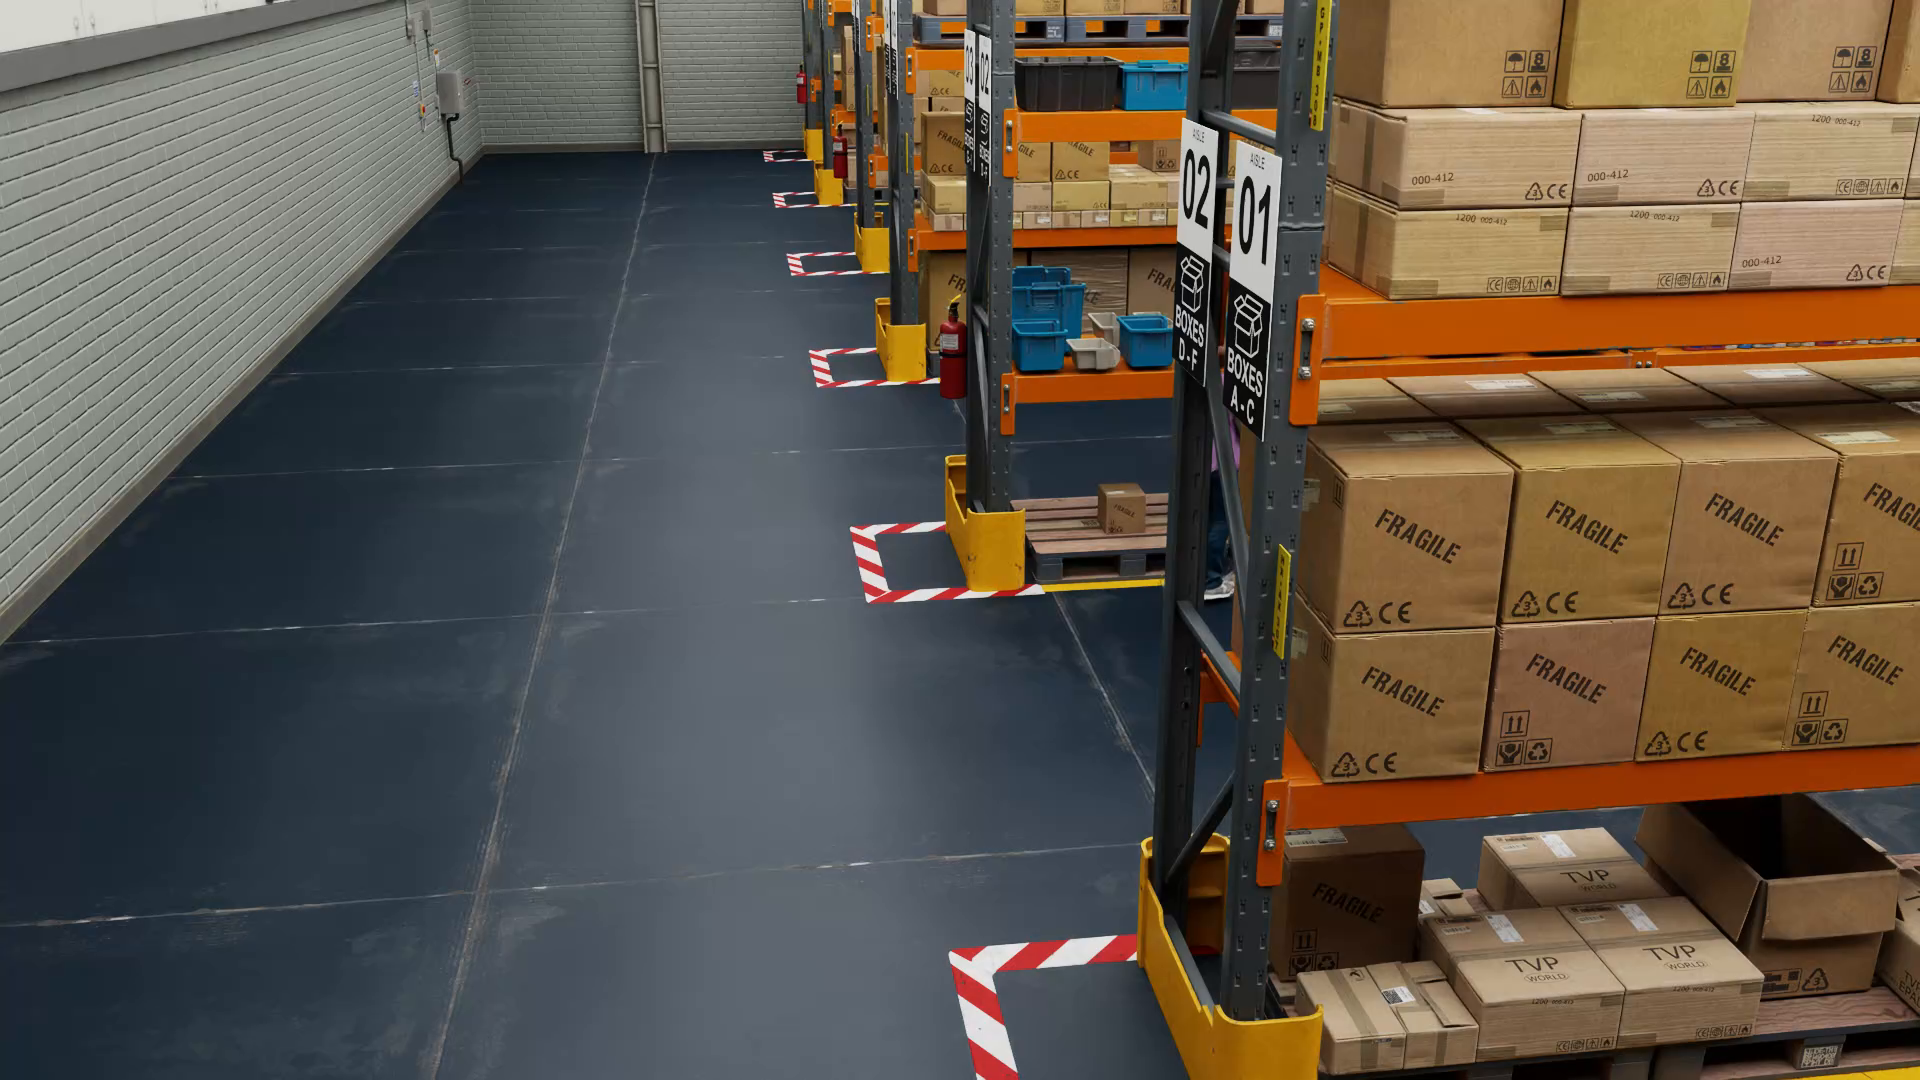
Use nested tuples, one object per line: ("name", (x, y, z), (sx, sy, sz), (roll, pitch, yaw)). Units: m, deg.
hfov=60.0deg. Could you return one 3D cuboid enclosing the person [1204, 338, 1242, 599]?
("person", (1.517, -0.445, 9.776), (0.440, 1.613, 0.539), (16, 25, 36))
